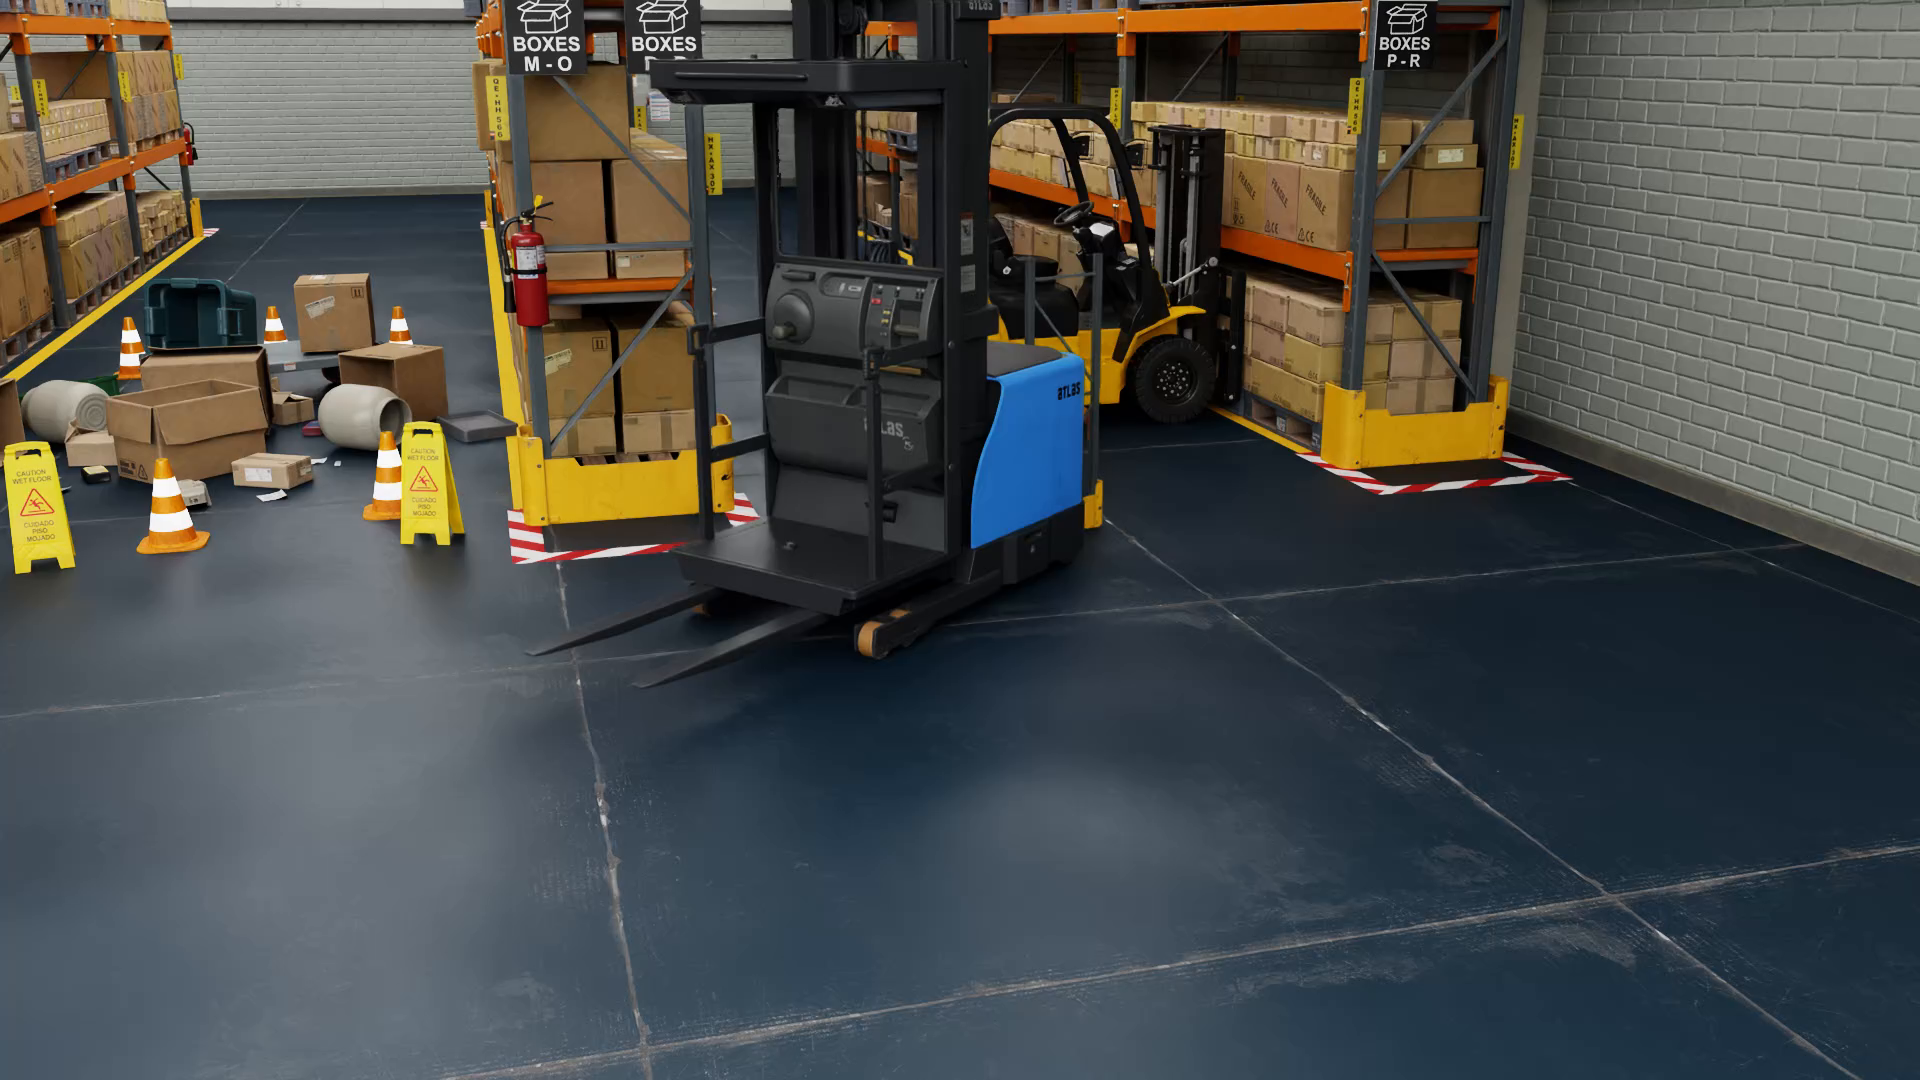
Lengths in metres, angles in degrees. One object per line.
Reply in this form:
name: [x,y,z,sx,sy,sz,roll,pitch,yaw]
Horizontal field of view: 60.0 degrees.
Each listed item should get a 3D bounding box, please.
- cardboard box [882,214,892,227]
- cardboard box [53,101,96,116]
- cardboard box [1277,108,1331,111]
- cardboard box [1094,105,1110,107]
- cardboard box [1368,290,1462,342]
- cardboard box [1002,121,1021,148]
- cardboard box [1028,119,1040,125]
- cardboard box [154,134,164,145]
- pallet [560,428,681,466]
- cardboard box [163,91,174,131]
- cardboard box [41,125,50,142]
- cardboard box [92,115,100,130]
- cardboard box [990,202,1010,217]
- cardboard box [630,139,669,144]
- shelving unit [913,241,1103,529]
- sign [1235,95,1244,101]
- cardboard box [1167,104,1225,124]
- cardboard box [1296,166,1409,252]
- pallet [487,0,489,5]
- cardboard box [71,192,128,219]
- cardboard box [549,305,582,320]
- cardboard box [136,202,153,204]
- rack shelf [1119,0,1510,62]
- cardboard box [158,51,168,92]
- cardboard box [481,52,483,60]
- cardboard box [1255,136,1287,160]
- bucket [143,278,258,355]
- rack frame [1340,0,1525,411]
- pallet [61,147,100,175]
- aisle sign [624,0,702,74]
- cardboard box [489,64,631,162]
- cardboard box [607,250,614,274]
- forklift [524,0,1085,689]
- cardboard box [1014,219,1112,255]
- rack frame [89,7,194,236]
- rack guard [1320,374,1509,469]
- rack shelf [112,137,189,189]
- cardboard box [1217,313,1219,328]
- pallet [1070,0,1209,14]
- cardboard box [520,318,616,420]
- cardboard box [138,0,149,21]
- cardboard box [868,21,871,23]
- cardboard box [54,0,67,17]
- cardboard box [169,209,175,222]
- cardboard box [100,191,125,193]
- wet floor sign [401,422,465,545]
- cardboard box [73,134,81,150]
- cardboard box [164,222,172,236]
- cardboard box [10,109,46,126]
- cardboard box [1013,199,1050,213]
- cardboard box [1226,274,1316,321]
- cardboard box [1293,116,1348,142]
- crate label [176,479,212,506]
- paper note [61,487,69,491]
cardboard box: [-0.829,-4.261,22.148,0.380,0.149,0.250,-5,18,-17]
cardboard box: [-9.455,-4.606,17.743,0.380,0.149,0.250,-5,18,-17]
cardboard box: [2.544,-3.089,12.202,0.380,0.149,0.250,-4,17,-14]
cardboard box: [1.316,-4.270,16.652,0.380,0.149,0.250,-5,17,-16]
cardboard box: [2.954,-1.486,10.996,0.500,0.250,0.500,-5,17,-16]
cardboard box: [0.729,-4.075,16.695,0.500,0.250,0.500,-4,17,-14]
cardboard box: [0.875,-4.079,16.015,0.380,0.149,0.250,-4,17,-14]
cardboard box: [-10.382,-5.116,21.206,0.380,0.149,0.250,-6,18,-18]
pallet: [-2.077,-0.495,10.231,1.003,0.211,1.213,-5,17,-15]
cardboard box: [-10.488,-5.531,21.462,0.500,0.500,0.500,-5,17,-16]
cardboard box: [-8.814,-3.823,15.654,0.380,0.149,0.250,-4,17,-13]
cardboard box: [-9.458,-4.469,17.804,0.380,0.149,0.250,-4,17,-13]
cardboard box: [0.327,-3.619,18.274,0.380,0.149,0.250,-6,18,-18]
cardboard box: [-2.165,-2.349,10.866,0.500,0.500,0.500,-5,17,-16]
shelving unit: [0.241,-0.877,9.266,0.587,1.500,1.083,-12,20,-34]
sign: [2.338,-3.578,14.008,0.100,0.325,0.005,-5,17,-15]
cardboard box: [1.845,-3.336,13.025,0.380,0.149,0.250,-5,17,-16]
cardboard box: [2.517,-2.138,10.682,0.500,0.500,0.500,-5,17,-16]
pallet: [-3.034,-4.214,12.878,1.213,0.211,1.003,-5,17,-15]
cardboard box: [-9.449,-3.659,18.229,0.500,0.250,0.500,-5,17,-17]
cardboard box: [-2.503,-1.433,10.126,0.380,0.149,0.250,-4,17,-14]
cardboard box: [-10.167,-4.077,20.501,0.380,0.149,0.250,-5,18,-18]
rack shelf: [2.355,-3.620,11.826,1.077,0.370,4.000,-5,17,-15]
cardboard box: [-10.492,-6.010,21.317,0.500,0.500,0.500,-5,18,-17]
cardboard box: [-5.556,-5.798,20.001,0.380,0.149,0.250,-5,17,-16]
cardboard box: [2.253,-2.692,11.398,0.380,0.149,0.250,-5,18,-17]
bucket: [-5.444,-1.573,12.024,0.726,0.611,0.620,1,7,4]
rack frame: [2.904,-1.975,10.313,1.000,3.000,0.127,-5,17,-15]
pallet: [-9.381,-3.827,16.813,1.003,0.211,1.213,-5,17,-15]
aisle sign: [-1.552,-2.834,8.653,0.394,0.787,0.004,-5,17,-15]
cardboard box: [-2.217,-2.375,9.215,0.700,0.500,0.500,-5,17,-17]
cardboard box: [-1.845,-1.640,9.635,0.380,0.149,0.250,-4,17,-14]
forklift: [-0.614,-1.042,7.325,1.130,2.935,3.031,11,20,33]
cardboard box: [1.051,-2.898,16.783,0.875,0.625,0.625,-4,17,-13]
rack frame: [-10.996,-5.588,22.341,1.000,3.000,0.127,-5,17,-15]
rack guard: [2.911,-0.771,10.650,1.175,0.500,0.348,-5,17,-15]
rack shelf: [-10.446,-4.690,20.602,1.077,0.370,4.000,-5,17,-15]
cardboard box: [2.047,-1.628,12.338,0.500,0.250,0.500,-5,17,-15]
pallet: [1.550,-4.669,14.401,0.805,0.209,1.217,-5,18,-17]
cardboard box: [-2.338,-1.026,9.899,0.500,0.500,0.500,-5,17,-15]
cardboard box: [-10.181,-6.423,20.169,0.500,0.250,0.500,-4,17,-13]
cardboard box: [-1.014,-6.974,22.178,0.380,0.149,0.250,-4,17,-13]
cardboard box: [-8.985,-5.314,16.041,0.500,0.500,0.500,-5,17,-15]
cardboard box: [-10.277,-4.157,21.285,0.380,0.149,0.250,-4,17,-14]
cardboard box: [-11.179,-4.537,22.033,0.380,0.149,0.250,-6,18,-18]
wet floor sign: [-2.844,-0.317,8.885,0.267,0.644,0.232,1,17,4]
cardboard box: [-9.163,-4.034,16.875,0.380,0.149,0.250,-5,18,-17]
cardboard box: [-10.226,-3.941,21.085,0.380,0.149,0.250,-4,17,-14]
cardboard box: [-8.814,-3.958,15.587,0.380,0.149,0.250,-5,17,-17]
cardboard box: [0.815,-3.747,18.699,0.380,0.149,0.250,-4,17,-14]
cardboard box: [2.184,-1.720,11.777,0.500,0.250,0.500,-4,17,-15]
cardboard box: [2.408,-2.694,10.889,0.380,0.149,0.250,-4,17,-14]
crate label: [-4.475,-0.258,9.574,0.298,0.136,0.250,16,23,42]
paper note: [-5.386,-0.296,9.887,0.144,0.017,0.142,1,17,4]
